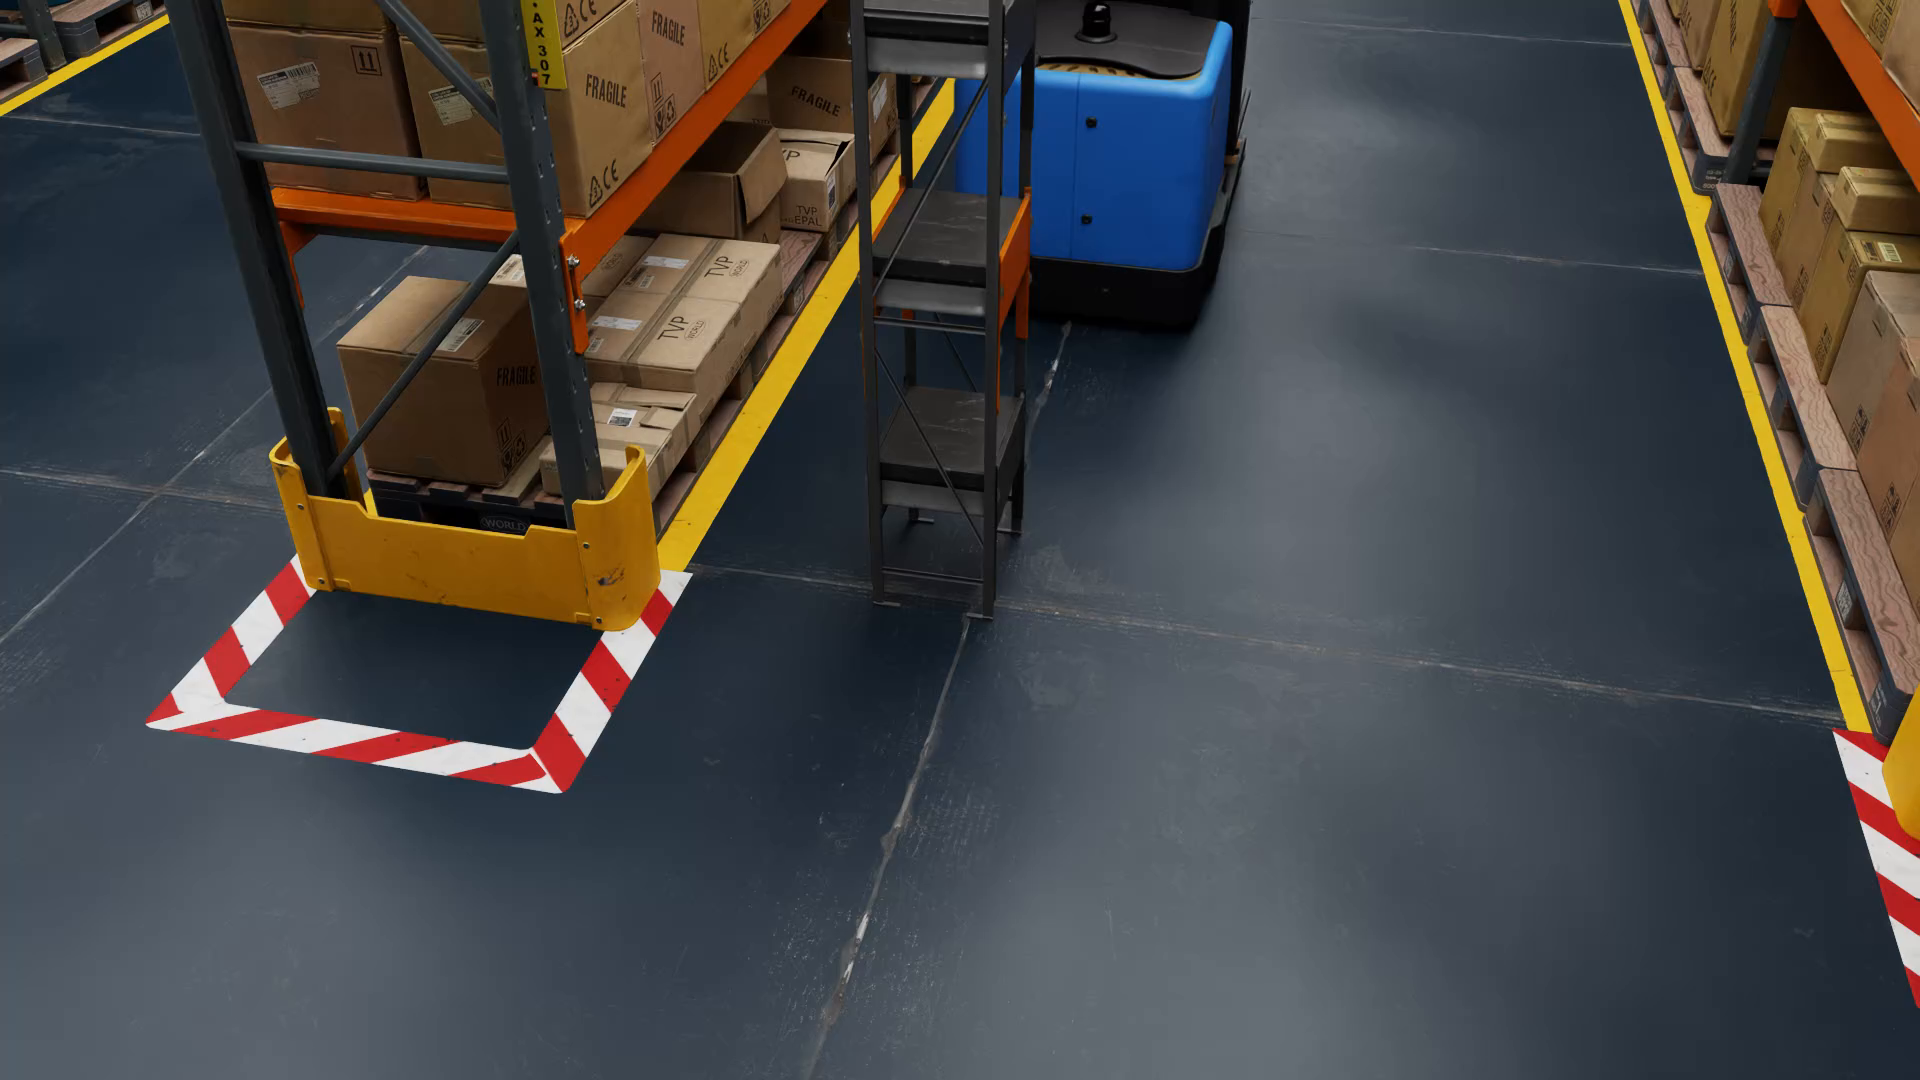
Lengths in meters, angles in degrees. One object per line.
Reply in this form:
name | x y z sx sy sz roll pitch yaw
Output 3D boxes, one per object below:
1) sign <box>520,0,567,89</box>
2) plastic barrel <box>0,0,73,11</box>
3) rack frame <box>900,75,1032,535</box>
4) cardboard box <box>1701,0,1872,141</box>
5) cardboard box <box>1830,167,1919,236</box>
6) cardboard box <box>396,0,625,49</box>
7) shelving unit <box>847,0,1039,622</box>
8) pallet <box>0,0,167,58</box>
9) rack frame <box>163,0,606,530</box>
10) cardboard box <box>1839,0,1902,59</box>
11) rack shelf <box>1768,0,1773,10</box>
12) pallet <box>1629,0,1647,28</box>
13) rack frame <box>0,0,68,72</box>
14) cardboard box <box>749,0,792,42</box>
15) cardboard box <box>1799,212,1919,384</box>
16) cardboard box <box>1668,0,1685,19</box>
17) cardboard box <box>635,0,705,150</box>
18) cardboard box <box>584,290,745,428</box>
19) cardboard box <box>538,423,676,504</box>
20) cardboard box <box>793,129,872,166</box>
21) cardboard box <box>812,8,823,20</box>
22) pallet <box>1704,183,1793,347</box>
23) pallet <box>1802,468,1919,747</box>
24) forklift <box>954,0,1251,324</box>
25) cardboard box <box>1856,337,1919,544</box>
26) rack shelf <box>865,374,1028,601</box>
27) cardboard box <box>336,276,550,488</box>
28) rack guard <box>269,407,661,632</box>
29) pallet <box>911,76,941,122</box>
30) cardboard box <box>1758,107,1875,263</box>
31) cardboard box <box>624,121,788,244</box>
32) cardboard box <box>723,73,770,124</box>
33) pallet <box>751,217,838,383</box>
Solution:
sign | -1.082 -1.323 4.282 0.100 0.325 0.005 7 37 10
plastic barrel | -5.463 -3.587 9.573 0.600 0.901 0.708 7 37 10
rack frame | 0.017 -0.895 5.196 0.400 2.100 0.015 7 37 10
cardboard box | 4.094 -2.404 7.984 0.750 0.750 0.750 8 37 11
cardboard box | 3.460 -1.247 6.134 0.380 0.149 0.250 6 36 9
cardboard box | -1.260 -1.707 4.612 0.500 0.500 0.500 8 37 11
shelving unit | -0.035 -0.755 5.003 0.431 2.100 0.503 7 37 10
pallet | -5.391 -3.265 10.075 1.003 0.211 1.213 7 37 10
rack frame | -1.612 -1.041 4.630 1.000 3.000 0.127 7 37 10
cardboard box | 3.789 -2.110 5.849 0.980 0.700 0.700 6 36 9
rack shelf | 4.510 -3.570 8.733 1.077 0.370 4.000 7 37 10
pallet | 4.695 -3.437 10.312 1.003 0.211 1.213 7 37 10
rack frame | -5.596 -3.957 8.653 1.000 3.000 0.127 7 37 10
cardboard box | -0.936 -2.173 6.107 0.500 0.500 0.500 8 37 11
cardboard box | 3.600 -0.876 6.174 0.700 0.500 0.500 8 37 11
cardboard box | 4.458 -3.401 9.361 0.750 0.750 0.750 7 37 10
cardboard box | -1.155 -1.599 5.315 0.500 0.500 0.500 7 37 10
cardboard box | -1.112 -0.668 6.084 0.500 0.250 0.500 7 37 10
cardboard box | -1.187 -0.261 5.609 0.380 0.149 0.250 7 37 10
cardboard box | -0.624 -1.773 7.695 0.380 0.149 0.250 7 37 10
cardboard box | -0.932 -2.819 8.838 0.500 0.500 0.500 7 37 10
pallet | 3.843 -1.160 7.170 1.003 0.211 1.213 7 37 10
pallet | 3.322 0.239 5.240 1.003 0.211 1.213 7 37 10
forklift | 0.801 -2.940 7.309 1.130 2.935 3.031 8 37 11
cardboard box | 3.387 -0.280 5.353 0.700 0.500 0.500 7 37 10
rack shelf | -0.035 -0.177 5.422 0.431 0.518 0.480 7 37 10
cardboard box | -1.737 -0.549 5.707 0.500 0.500 0.500 7 37 10
rack guard | -1.596 -0.072 5.423 1.175 0.500 0.348 7 37 10
pallet | -0.621 -2.676 9.262 1.003 0.211 1.213 7 37 10
cardboard box | 3.822 -1.457 6.977 0.700 0.500 0.500 8 37 11
cardboard box | -1.154 -1.423 6.910 0.797 0.503 0.637 7 37 10
cardboard box | -1.059 -2.210 8.159 0.500 0.311 0.500 7 37 10
pallet | -1.164 -1.110 7.101 1.003 0.211 1.213 7 37 10
